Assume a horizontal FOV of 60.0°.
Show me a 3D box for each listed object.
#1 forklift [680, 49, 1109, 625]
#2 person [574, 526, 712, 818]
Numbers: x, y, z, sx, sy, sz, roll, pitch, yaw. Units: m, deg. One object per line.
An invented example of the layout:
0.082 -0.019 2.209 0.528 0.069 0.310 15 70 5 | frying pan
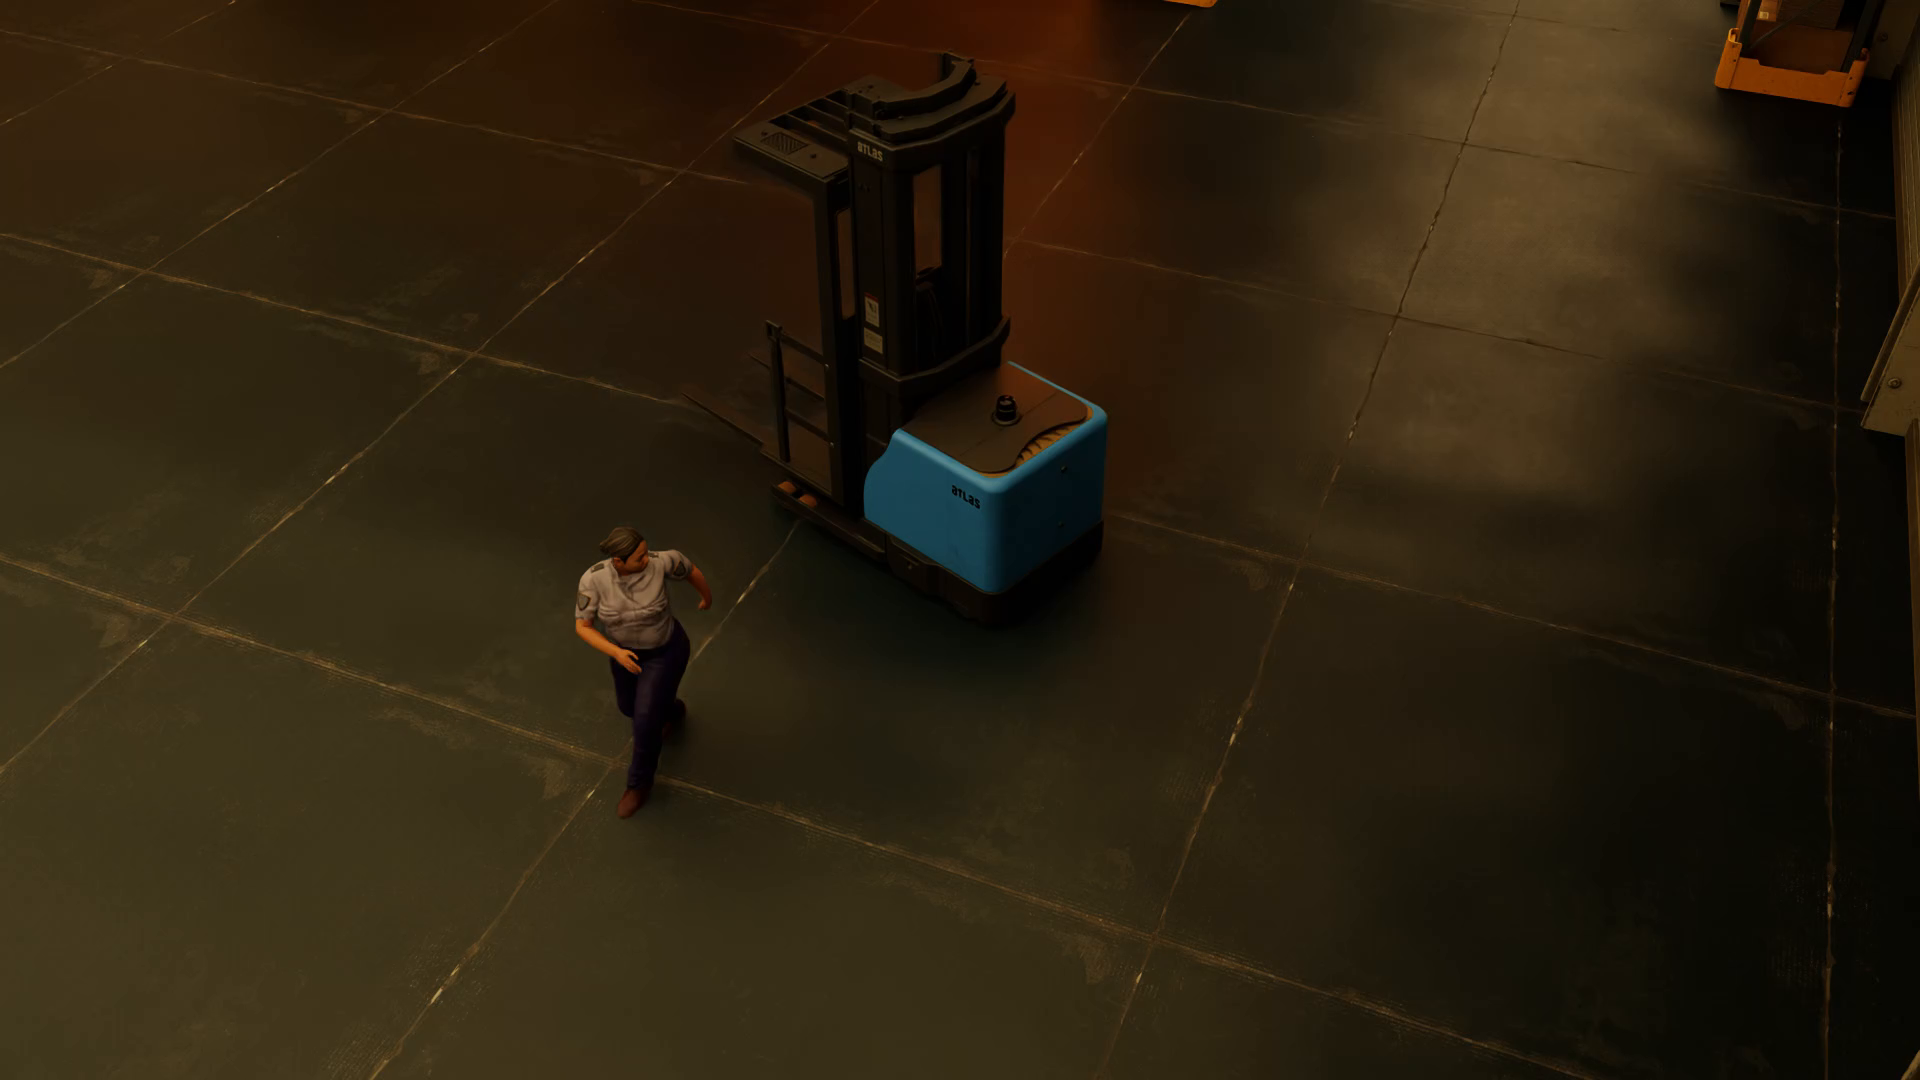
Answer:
-0.552 -1.460 9.750 3.031 2.935 1.130 31 49 32 | forklift
-1.618 0.572 8.406 0.505 1.603 0.890 10 41 11 | person
